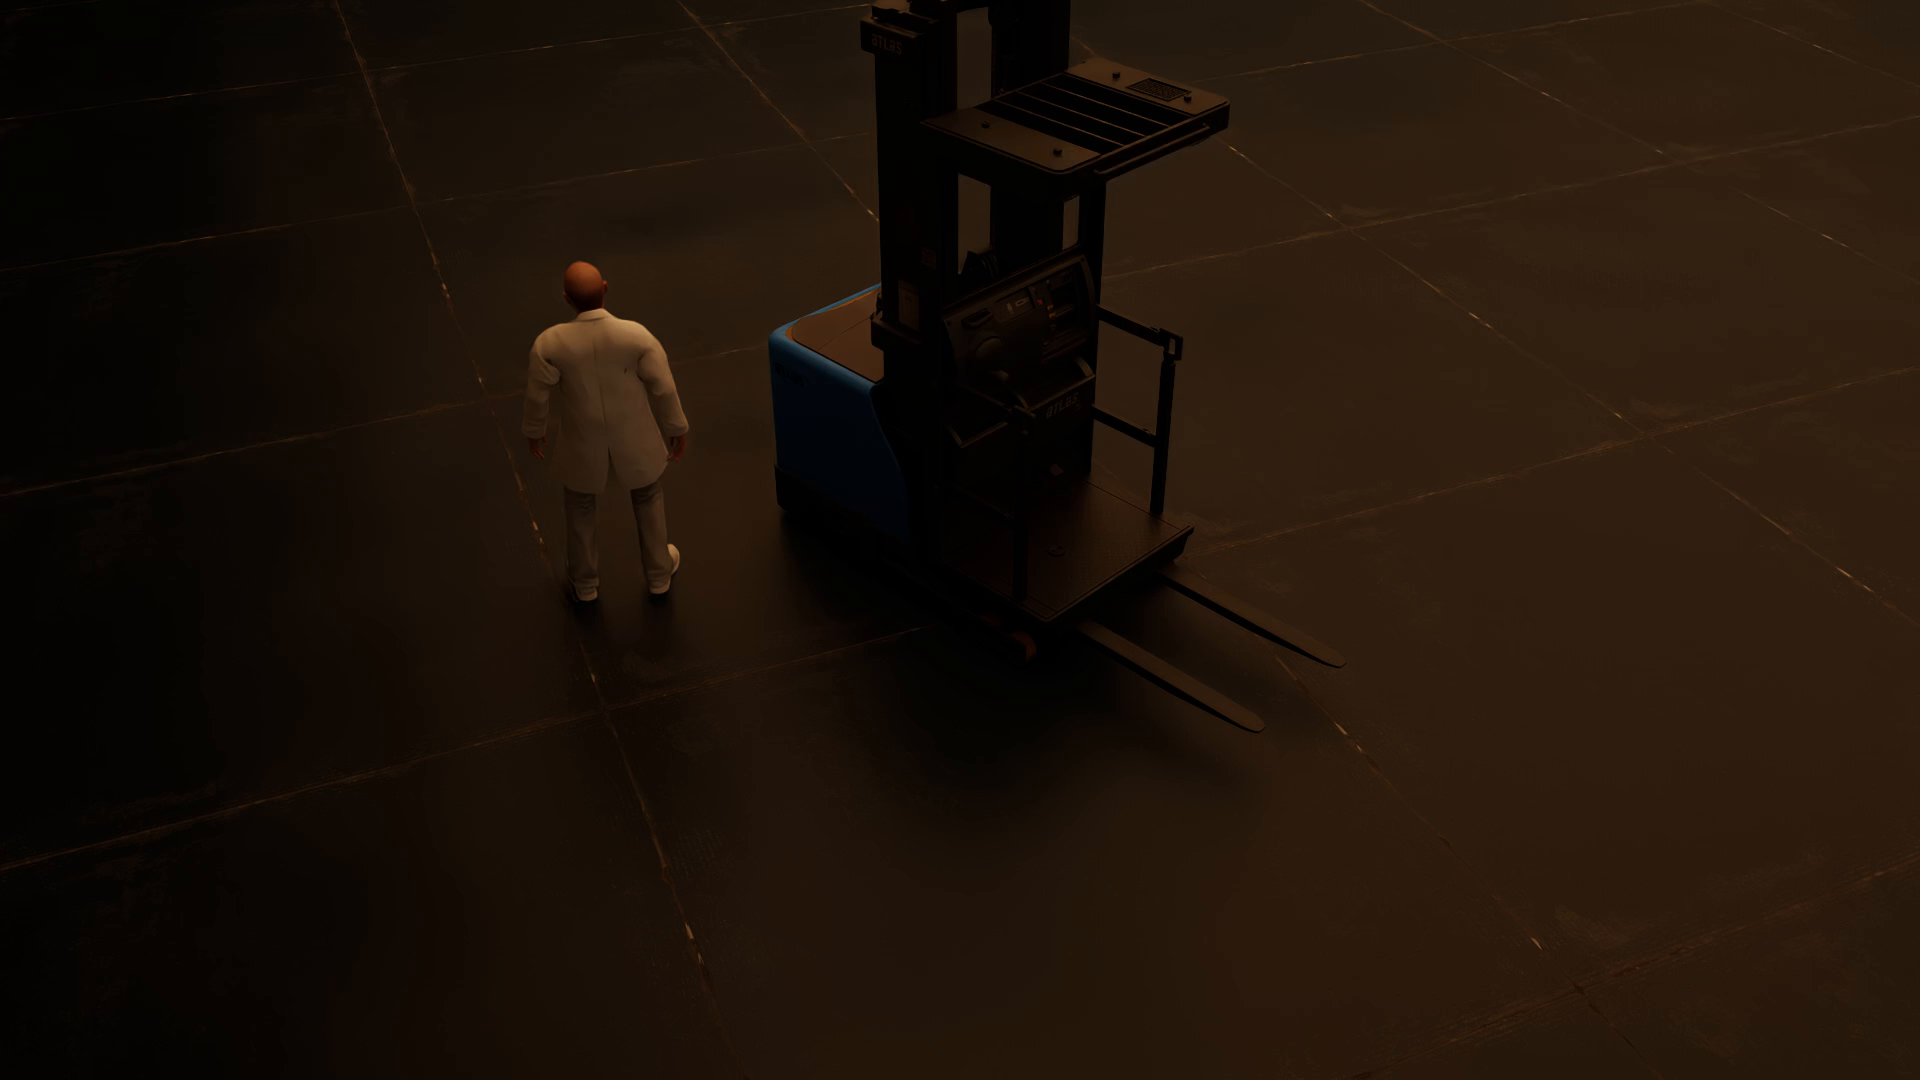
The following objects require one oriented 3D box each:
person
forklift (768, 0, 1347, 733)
[{"bbox_3d":[-1.664,-0.515,7.826,0.767,1.770,0.437,-6,36,-9],"label":"person"},{"bbox_3d":[0.432,-0.946,7.429,3.031,2.935,1.130,30,45,35],"label":"forklift"}]
